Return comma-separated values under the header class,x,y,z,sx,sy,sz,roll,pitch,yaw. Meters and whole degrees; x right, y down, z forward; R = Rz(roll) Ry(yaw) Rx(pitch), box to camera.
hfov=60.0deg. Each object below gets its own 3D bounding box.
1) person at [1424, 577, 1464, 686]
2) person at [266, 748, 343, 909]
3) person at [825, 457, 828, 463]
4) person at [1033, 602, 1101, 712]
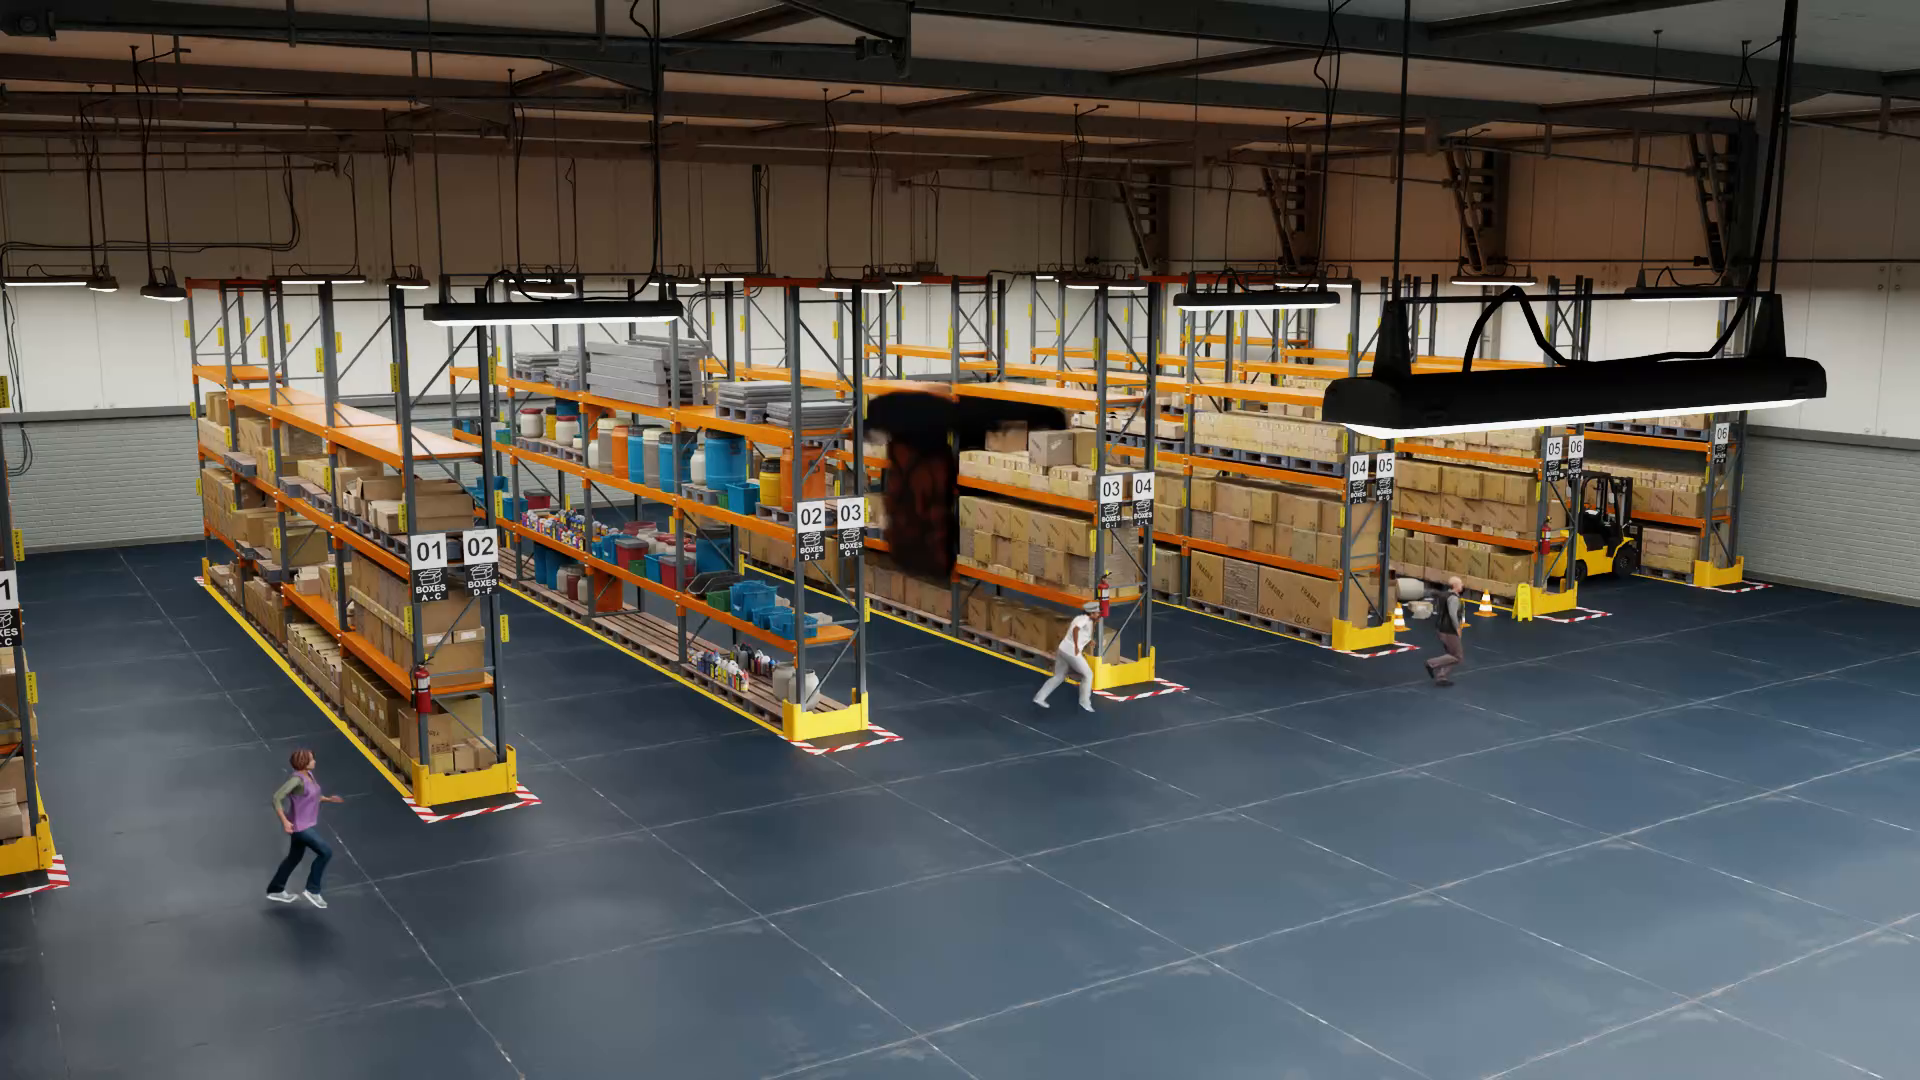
class,x,y,z,sx,sy,sz,roll,pitch,yaw
person,7.247,1.371,24.907,0.556,1.663,0.657,0,10,1
person,-6.447,2.841,16.326,0.773,1.630,0.508,-2,10,-13
person,-3.350,-1.209,40.029,0.732,1.778,0.669,-1,10,-7
person,1.510,1.693,23.405,0.978,1.620,0.621,-2,10,-11
